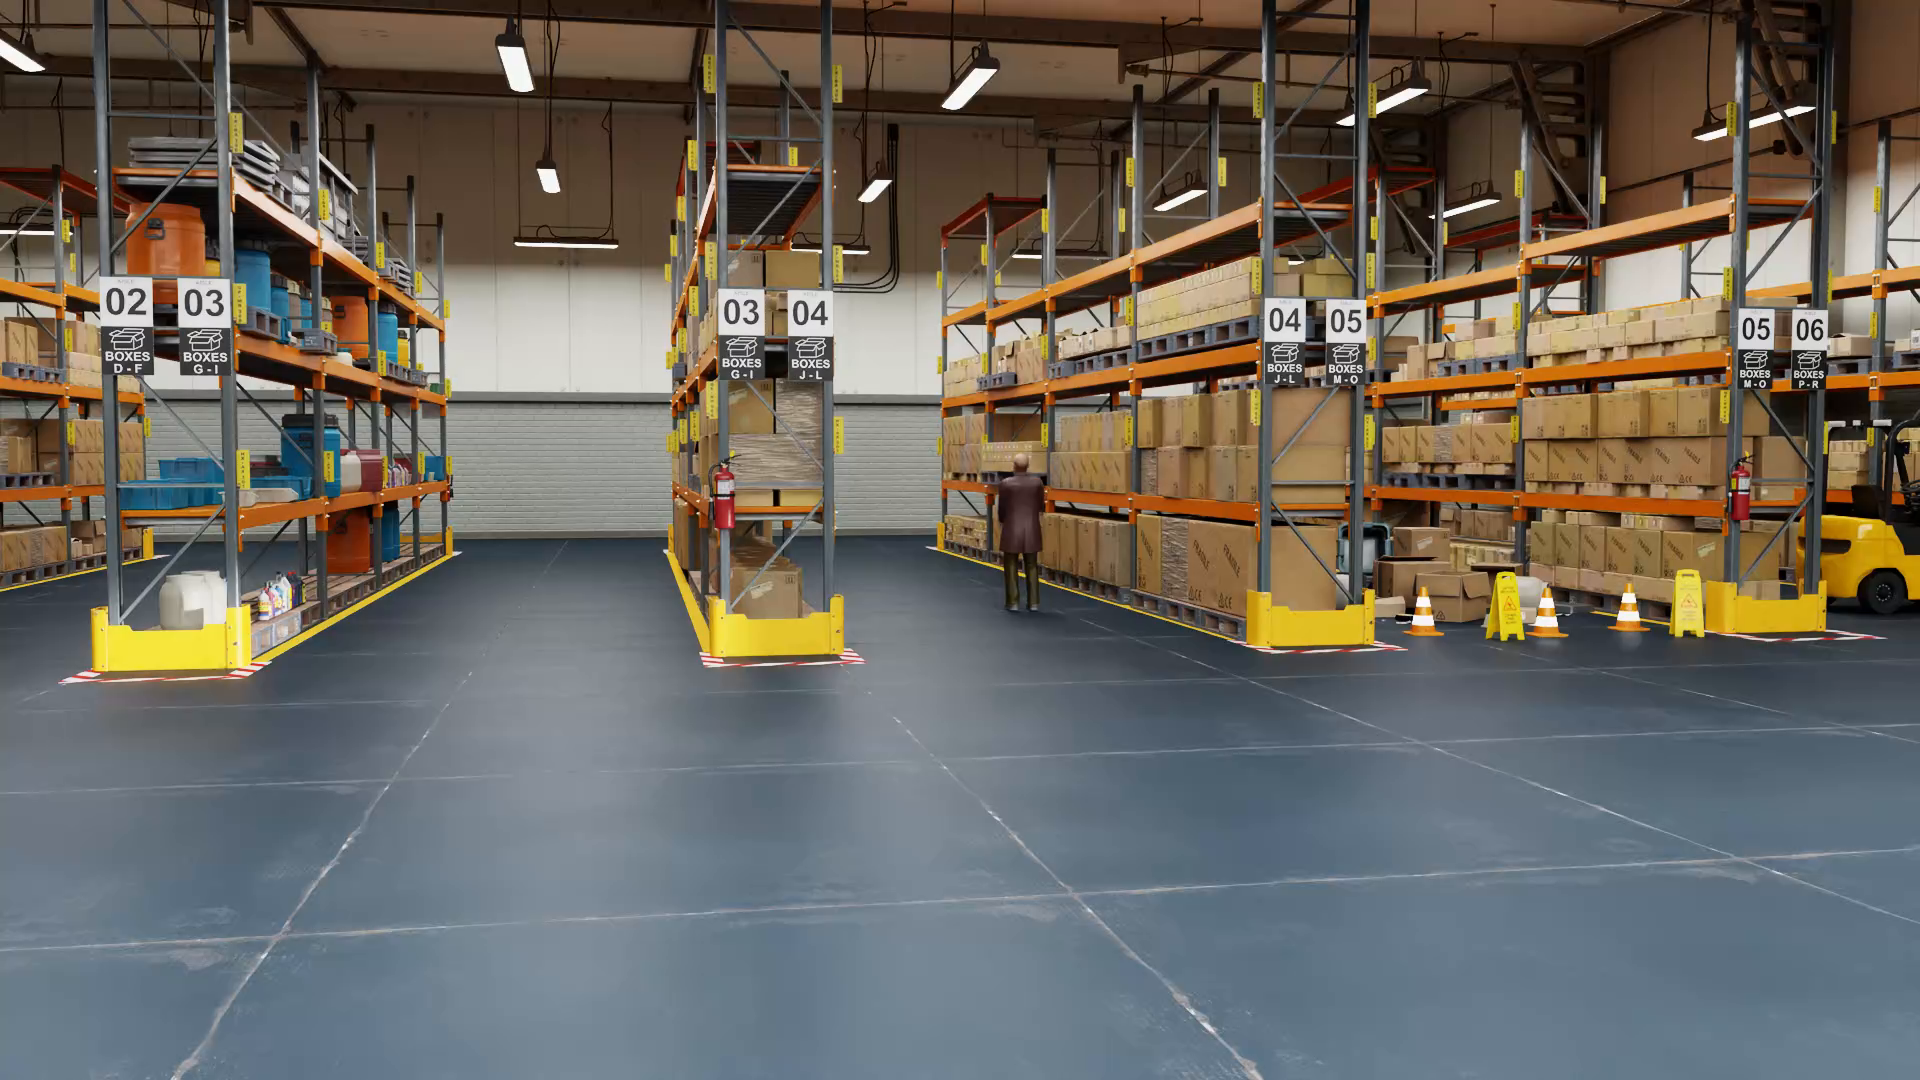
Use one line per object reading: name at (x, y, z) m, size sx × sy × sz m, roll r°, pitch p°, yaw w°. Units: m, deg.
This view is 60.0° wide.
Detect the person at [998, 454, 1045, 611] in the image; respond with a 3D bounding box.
person at (0.669, -0.092, 18.882) m, size 0.537 × 1.777 × 0.548 m, roll -1°, pitch 3°, yaw -12°
